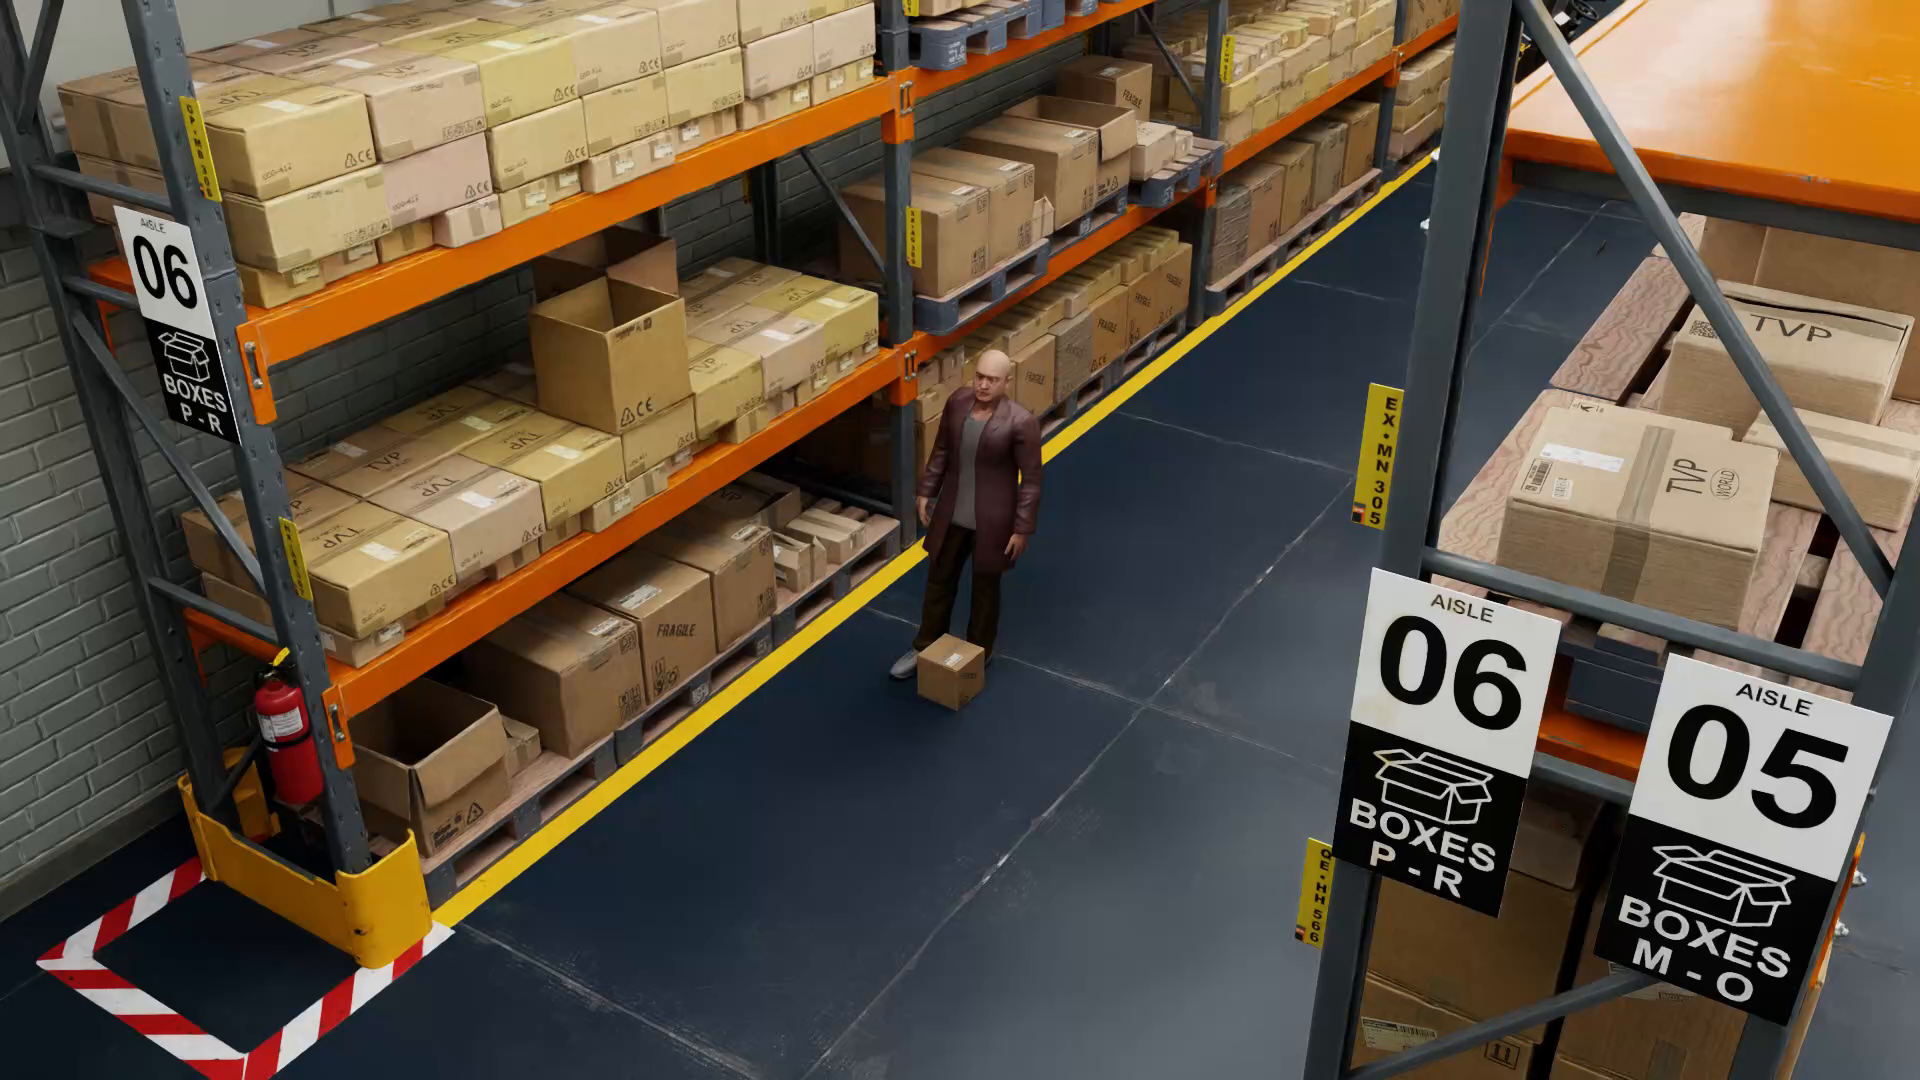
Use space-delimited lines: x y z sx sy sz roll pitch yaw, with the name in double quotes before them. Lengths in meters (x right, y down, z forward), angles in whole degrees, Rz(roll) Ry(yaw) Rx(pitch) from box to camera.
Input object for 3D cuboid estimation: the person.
"person" 0.037 -0.076 8.321 0.698 1.780 0.579 18 35 28
